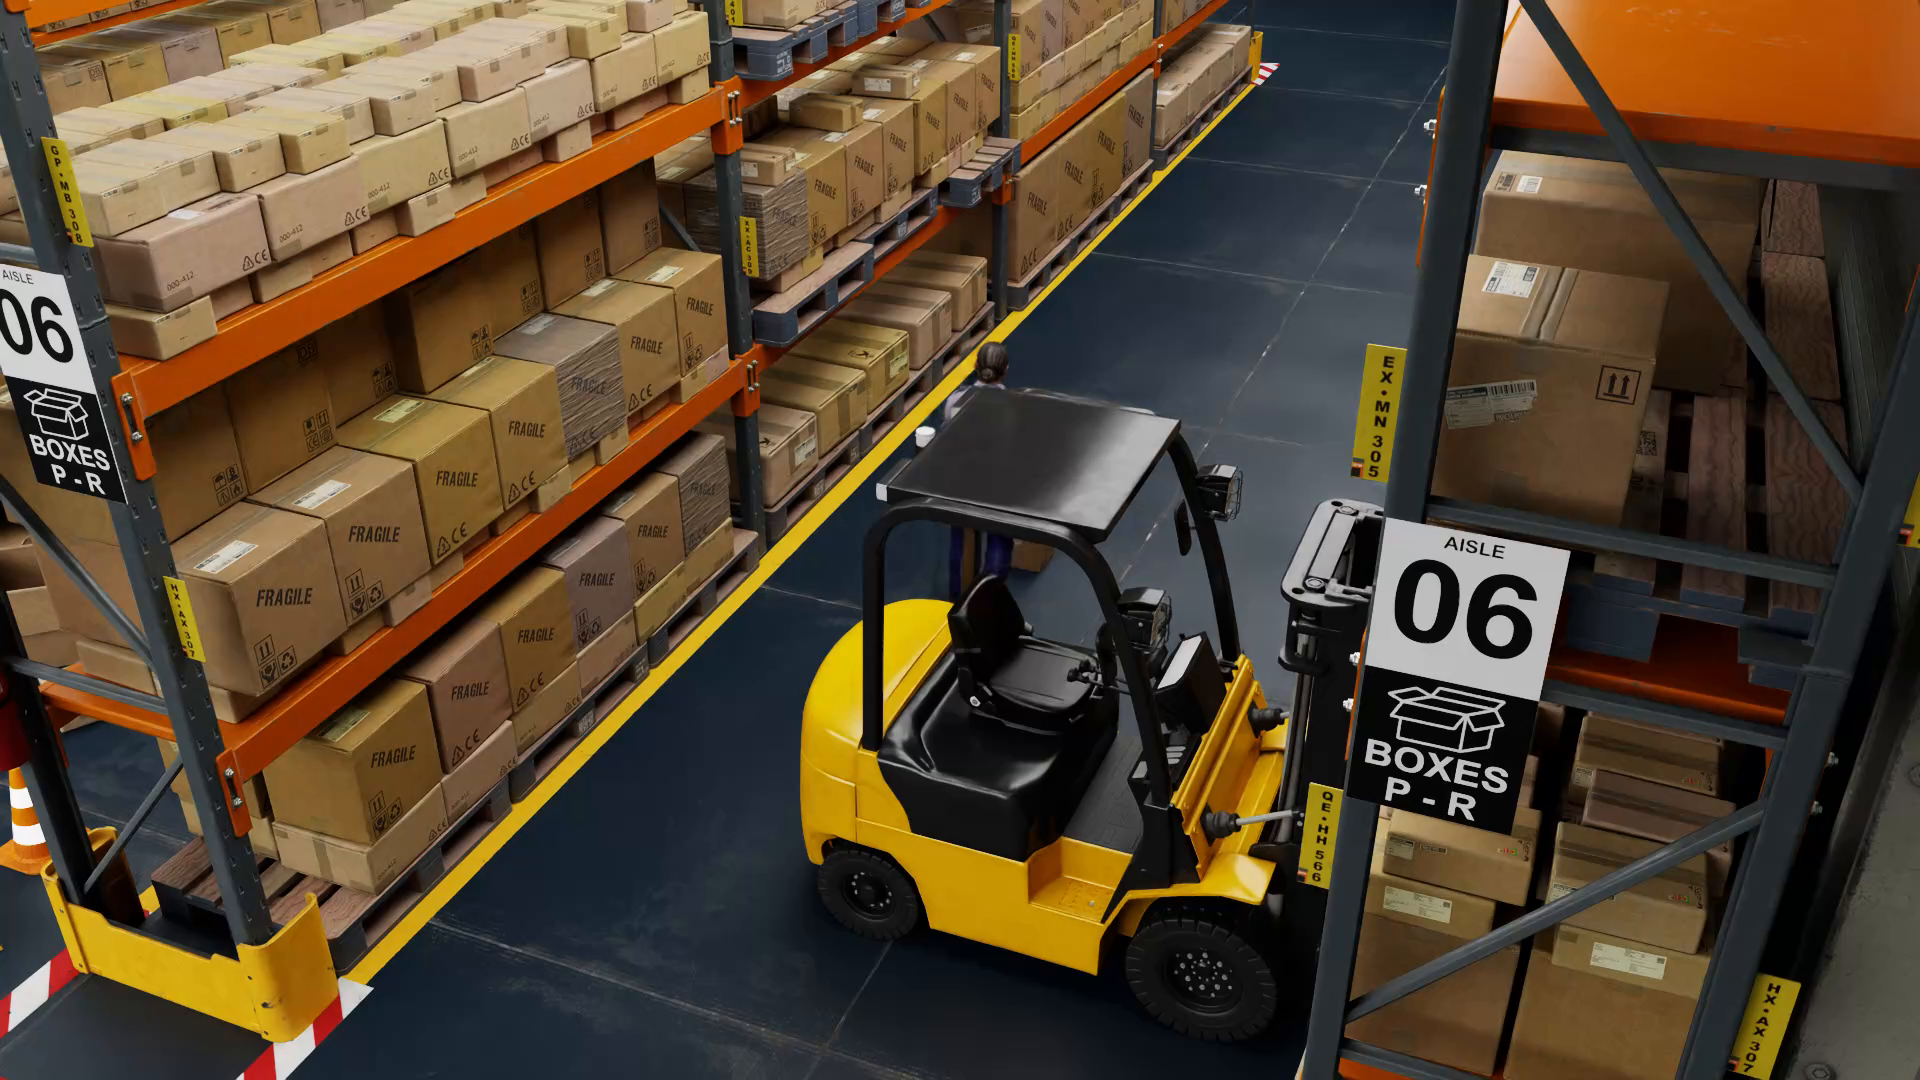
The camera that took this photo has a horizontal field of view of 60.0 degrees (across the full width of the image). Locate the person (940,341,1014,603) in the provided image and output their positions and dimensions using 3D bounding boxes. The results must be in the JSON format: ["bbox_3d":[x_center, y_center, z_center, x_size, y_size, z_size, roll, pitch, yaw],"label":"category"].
[{"bbox_3d":[0.142,-0.301,8.928,0.497,1.671,0.500,5,30,9],"label":"person"}]
